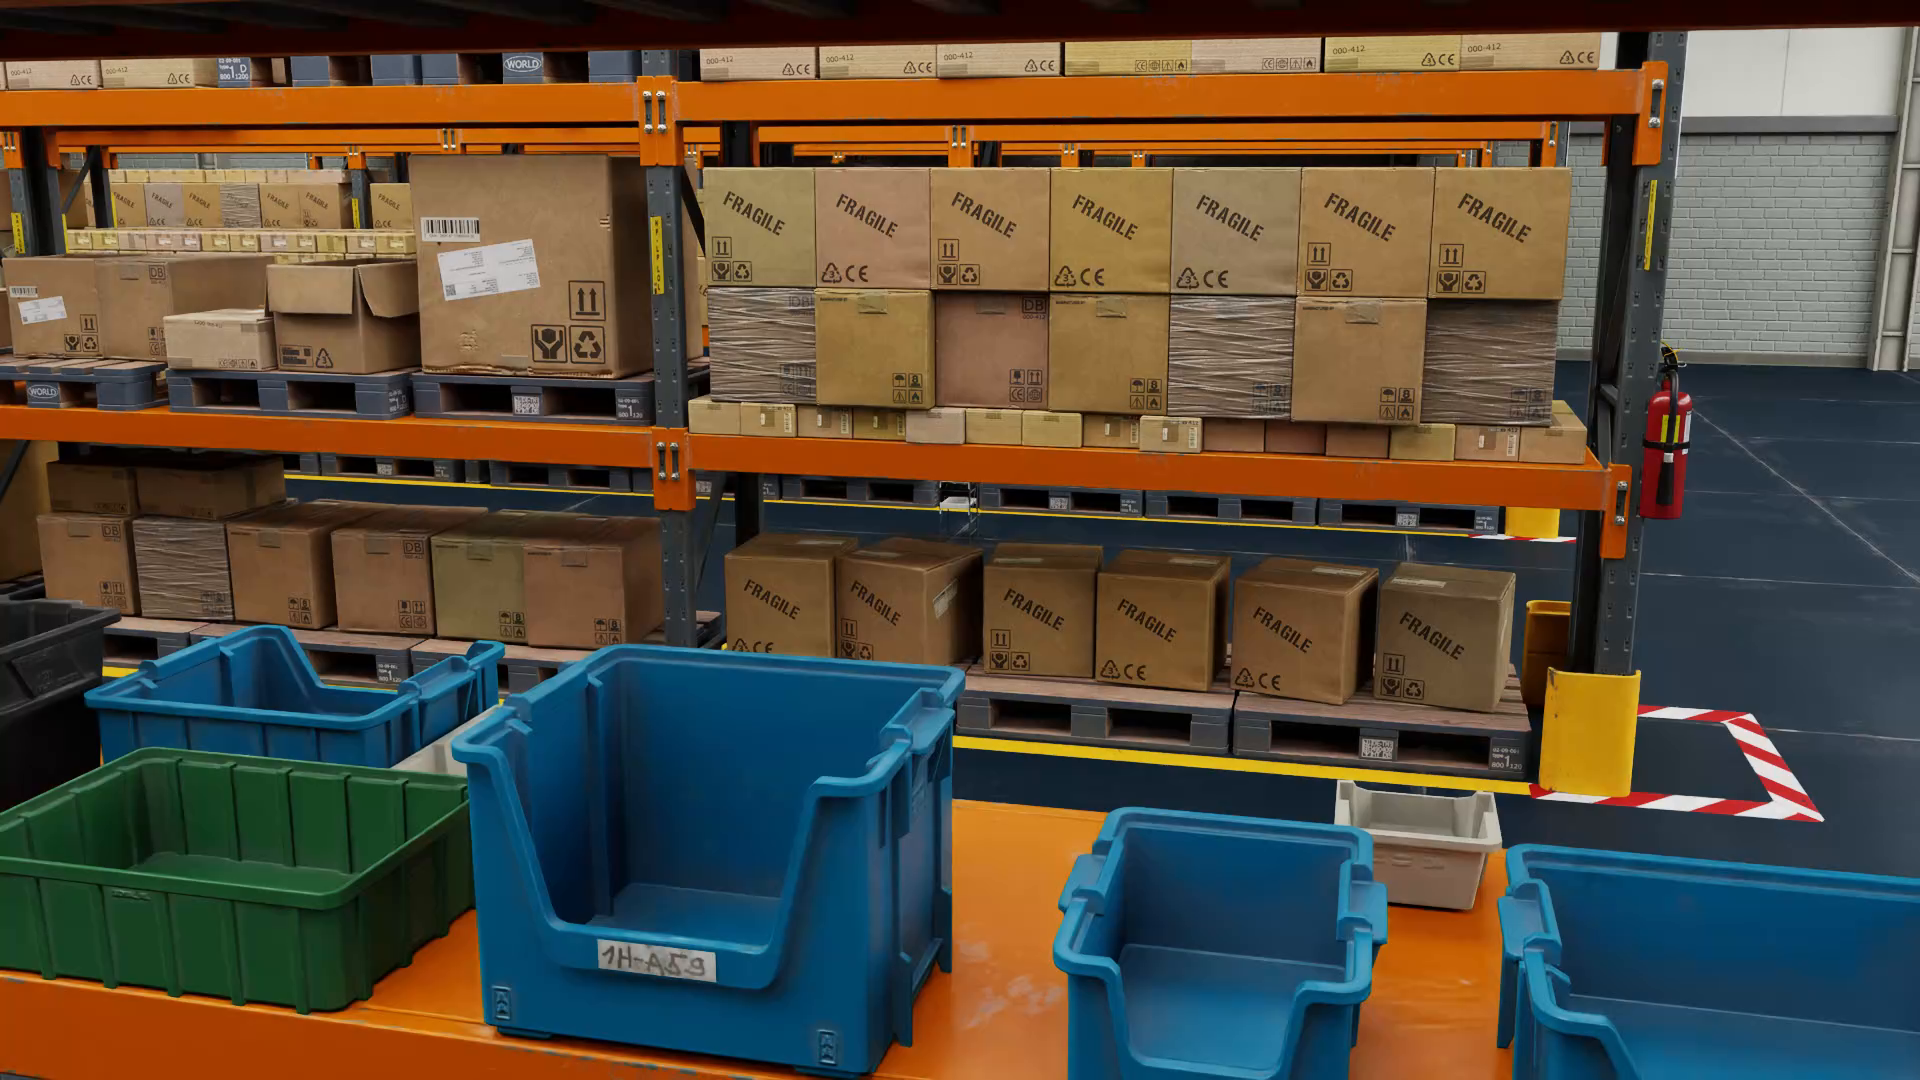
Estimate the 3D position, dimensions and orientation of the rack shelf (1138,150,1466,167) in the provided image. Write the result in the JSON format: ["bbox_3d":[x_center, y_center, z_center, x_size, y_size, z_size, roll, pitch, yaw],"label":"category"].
[{"bbox_3d":[4.333,-4.909,21.172,4.000,0.370,1.077,3,13,14],"label":"rack shelf"}]

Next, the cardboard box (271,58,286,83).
[{"bbox_3d":[-3.560,-2.348,8.314,0.500,0.250,0.500,3,13,15],"label":"cardboard box"}]

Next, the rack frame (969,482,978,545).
[{"bbox_3d":[0.091,-0.434,11.114,0.006,0.900,0.240,3,13,14],"label":"rack frame"}]

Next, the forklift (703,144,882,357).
[{"bbox_3d":[-1.257,-2.321,14.930,3.031,2.935,1.130,2,13,11],"label":"forklift"}]

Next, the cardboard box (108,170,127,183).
[{"bbox_3d":[-9.670,-4.220,19.290,0.250,0.149,0.380,3,13,15],"label":"cardboard box"}]

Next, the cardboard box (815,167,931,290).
[{"bbox_3d":[-0.307,-1.352,7.175,0.500,0.500,0.500,3,13,14],"label":"cardboard box"}]

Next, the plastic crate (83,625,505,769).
[{"bbox_3d":[-1.216,0.342,3.109,0.616,0.251,0.499,3,13,14],"label":"plastic crate"}]

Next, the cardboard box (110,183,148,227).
[{"bbox_3d":[-9.544,-3.906,19.373,0.500,0.500,0.500,3,13,12],"label":"cardboard box"}]

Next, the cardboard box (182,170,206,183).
[{"bbox_3d":[-8.671,-4.166,19.051,0.250,0.149,0.380,3,13,12],"label":"cardboard box"}]

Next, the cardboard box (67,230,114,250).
[{"bbox_3d":[-7.105,-2.468,13.667,0.250,0.149,0.380,3,13,15],"label":"cardboard box"}]

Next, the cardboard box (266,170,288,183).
[{"bbox_3d":[-7.657,-4.135,18.908,0.250,0.149,0.380,3,13,13],"label":"cardboard box"}]

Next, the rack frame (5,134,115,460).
[{"bbox_3d":[-7.650,-2.225,14.337,0.127,3.000,1.000,3,13,14],"label":"rack frame"}]

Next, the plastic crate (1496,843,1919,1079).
[{"bbox_3d":[0.970,0.587,2.008,0.616,0.251,0.499,3,13,14],"label":"plastic crate"}]

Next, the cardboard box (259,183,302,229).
[{"bbox_3d":[-7.577,-3.803,18.909,0.500,0.500,0.500,3,13,13],"label":"cardboard box"}]

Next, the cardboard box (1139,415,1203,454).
[{"bbox_3d":[0.907,-0.469,7.002,0.250,0.149,0.380,3,13,14],"label":"cardboard box"}]

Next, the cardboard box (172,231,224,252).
[{"bbox_3d":[-6.122,-2.414,13.425,0.250,0.149,0.380,4,13,16],"label":"cardboard box"}]

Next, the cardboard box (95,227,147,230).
[{"bbox_3d":[-7.213,-2.618,14.346,0.250,0.149,0.380,4,13,16],"label":"cardboard box"}]

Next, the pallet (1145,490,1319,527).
[{"bbox_3d":[2.025,-0.330,12.233,1.213,0.211,1.003,3,13,14],"label":"pallet"}]

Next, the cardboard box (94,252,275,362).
[{"bbox_3d":[-3.953,-1.206,8.544,0.500,0.500,0.700,5,13,22],"label":"cardboard box"}]

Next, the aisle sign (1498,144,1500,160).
[{"bbox_3d":[5.079,-3.853,15.675,0.004,0.787,0.394,3,13,14],"label":"aisle sign"}]

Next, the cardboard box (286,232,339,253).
[{"bbox_3d":[-5.109,-2.359,13.180,0.250,0.149,0.380,3,13,15],"label":"cardboard box"}]

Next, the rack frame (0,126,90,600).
[{"bbox_3d":[-5.053,-0.980,8.724,0.127,3.000,1.000,3,13,14],"label":"rack frame"}]

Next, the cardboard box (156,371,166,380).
[{"bbox_3d":[-6.478,-1.455,13.936,0.500,0.250,0.500,3,13,15],"label":"cardboard box"}]

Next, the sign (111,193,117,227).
[{"bbox_3d":[-7.520,-2.907,14.739,0.005,0.325,0.100,3,13,14],"label":"sign"}]

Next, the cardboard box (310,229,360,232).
[{"bbox_3d":[-5.187,-2.510,13.857,0.250,0.149,0.380,4,13,16],"label":"cardboard box"}]

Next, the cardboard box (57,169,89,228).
[{"bbox_3d":[-8.029,-2.982,14.522,0.500,0.500,0.500,3,13,15],"label":"cardboard box"}]

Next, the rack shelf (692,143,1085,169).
[{"bbox_3d":[-0.736,-4.073,17.402,4.000,0.370,1.077,3,13,14],"label":"rack shelf"}]

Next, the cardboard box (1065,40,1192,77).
[{"bbox_3d":[0.715,-2.006,6.771,0.500,0.250,0.500,3,13,13],"label":"cardboard box"}]

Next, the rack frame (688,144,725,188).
[{"bbox_3d":[-2.678,-3.064,18.117,0.127,3.000,1.000,3,13,14],"label":"rack frame"}]

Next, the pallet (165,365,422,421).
[{"bbox_3d":[-3.121,-0.792,8.321,1.213,0.211,1.003,3,13,14],"label":"pallet"}]

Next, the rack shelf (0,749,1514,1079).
[{"bbox_3d":[-0.414,0.655,2.689,3.687,0.071,0.831,3,13,14],"label":"rack shelf"}]

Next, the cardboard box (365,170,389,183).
[{"bbox_3d":[-6.806,-4.196,19.183,0.250,0.149,0.380,3,13,13],"label":"cardboard box"}]

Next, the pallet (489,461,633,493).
[{"bbox_3d":[-3.019,-0.599,13.448,1.213,0.211,1.003,3,13,14],"label":"pallet"}]

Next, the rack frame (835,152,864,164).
[{"bbox_3d":[-1.493,-4.108,22.823,0.127,3.000,1.000,3,13,14],"label":"rack frame"}]

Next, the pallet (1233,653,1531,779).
[{"bbox_3d":[1.860,0.743,7.396,1.213,0.211,1.003,3,13,14],"label":"pallet"}]

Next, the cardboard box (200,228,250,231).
[{"bbox_3d":[-6.209,-2.563,14.099,0.250,0.149,0.380,3,13,12],"label":"cardboard box"}]

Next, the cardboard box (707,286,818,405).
[{"bbox_3d":[-0.747,-0.930,7.582,0.500,0.500,0.875,3,13,14],"label":"cardboard box"}]

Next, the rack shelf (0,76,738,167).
[{"bbox_3d":[-3.111,-1.989,8.009,4.000,0.370,1.077,3,13,14],"label":"rack shelf"}]

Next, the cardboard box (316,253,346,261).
[{"bbox_3d":[-4.870,-2.202,13.155,0.250,0.149,0.380,3,13,15],"label":"cardboard box"}]

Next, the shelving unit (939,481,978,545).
[{"bbox_3d":[-0.008,-0.440,11.138,0.210,0.900,0.258,3,13,14],"label":"shelving unit"}]

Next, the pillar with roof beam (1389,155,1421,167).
[{"bbox_3d":[4.783,-5.942,17.238,0.400,9.000,9.100,3,13,14],"label":"pillar with roof beam"}]

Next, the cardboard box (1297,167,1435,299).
[{"bbox_3d":[1.634,-1.248,6.708,0.500,0.500,0.500,3,13,14],"label":"cardboard box"}]

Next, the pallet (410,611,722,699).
[{"bbox_3d":[-1.925,0.549,8.271,1.213,0.211,1.003,3,13,14],"label":"pallet"}]

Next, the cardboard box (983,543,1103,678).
[{"bbox_3d":[0.389,0.316,7.685,0.500,0.500,0.500,2,13,9],"label":"cardboard box"}]

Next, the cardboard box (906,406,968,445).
[{"bbox_3d":[-0.066,-0.520,7.230,0.250,0.149,0.380,3,13,14],"label":"cardboard box"}]

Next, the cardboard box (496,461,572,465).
[{"bbox_3d":[-3.196,-1.074,13.372,0.750,0.750,1.050,3,13,13],"label":"cardboard box"}]

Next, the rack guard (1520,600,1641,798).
[{"bbox_3d":[2.641,0.652,7.141,0.348,0.500,1.175,3,13,14],"label":"rack guard"}]

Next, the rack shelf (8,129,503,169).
[{"bbox_3d":[-5.708,-3.234,13.623,4.000,0.370,1.077,3,13,14],"label":"rack shelf"}]

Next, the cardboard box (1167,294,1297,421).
[{"bbox_3d":[1.198,-0.829,7.126,0.500,0.500,0.875,3,13,14],"label":"cardboard box"}]

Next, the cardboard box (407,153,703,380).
[{"bbox_3d":[-1.907,-1.341,7.997,1.000,1.000,1.000,3,13,14],"label":"cardboard box"}]

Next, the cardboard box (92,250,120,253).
[{"bbox_3d":[-6.875,-2.309,13.640,0.250,0.149,0.380,3,13,15],"label":"cardboard box"}]

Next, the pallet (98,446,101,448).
[{"bbox_3d":[-8.310,-0.891,14.763,1.213,0.211,1.003,3,13,14],"label":"pallet"}]

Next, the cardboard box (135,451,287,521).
[{"bbox_3d":[-3.877,-0.286,8.623,0.500,0.250,0.500,5,13,20],"label":"cardboard box"}]

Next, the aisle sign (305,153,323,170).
[{"bbox_3d":[-9.396,-5.734,24.150,0.004,0.787,0.394,3,13,14],"label":"aisle sign"}]

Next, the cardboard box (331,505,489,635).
[{"bbox_3d":[-2.762,0.139,8.436,0.500,0.500,0.700,2,13,9],"label":"cardboard box"}]

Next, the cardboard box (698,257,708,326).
[{"bbox_3d":[-1.928,-1.908,12.677,0.500,0.500,0.500,3,13,13],"label":"cardboard box"}]

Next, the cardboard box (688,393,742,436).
[{"bbox_3d":[-1.032,-0.575,7.480,0.250,0.149,0.380,3,13,14],"label":"cardboard box"}]

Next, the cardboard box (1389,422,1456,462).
[{"bbox_3d":[1.891,-0.429,6.820,0.250,0.149,0.380,3,13,14],"label":"cardboard box"}]
